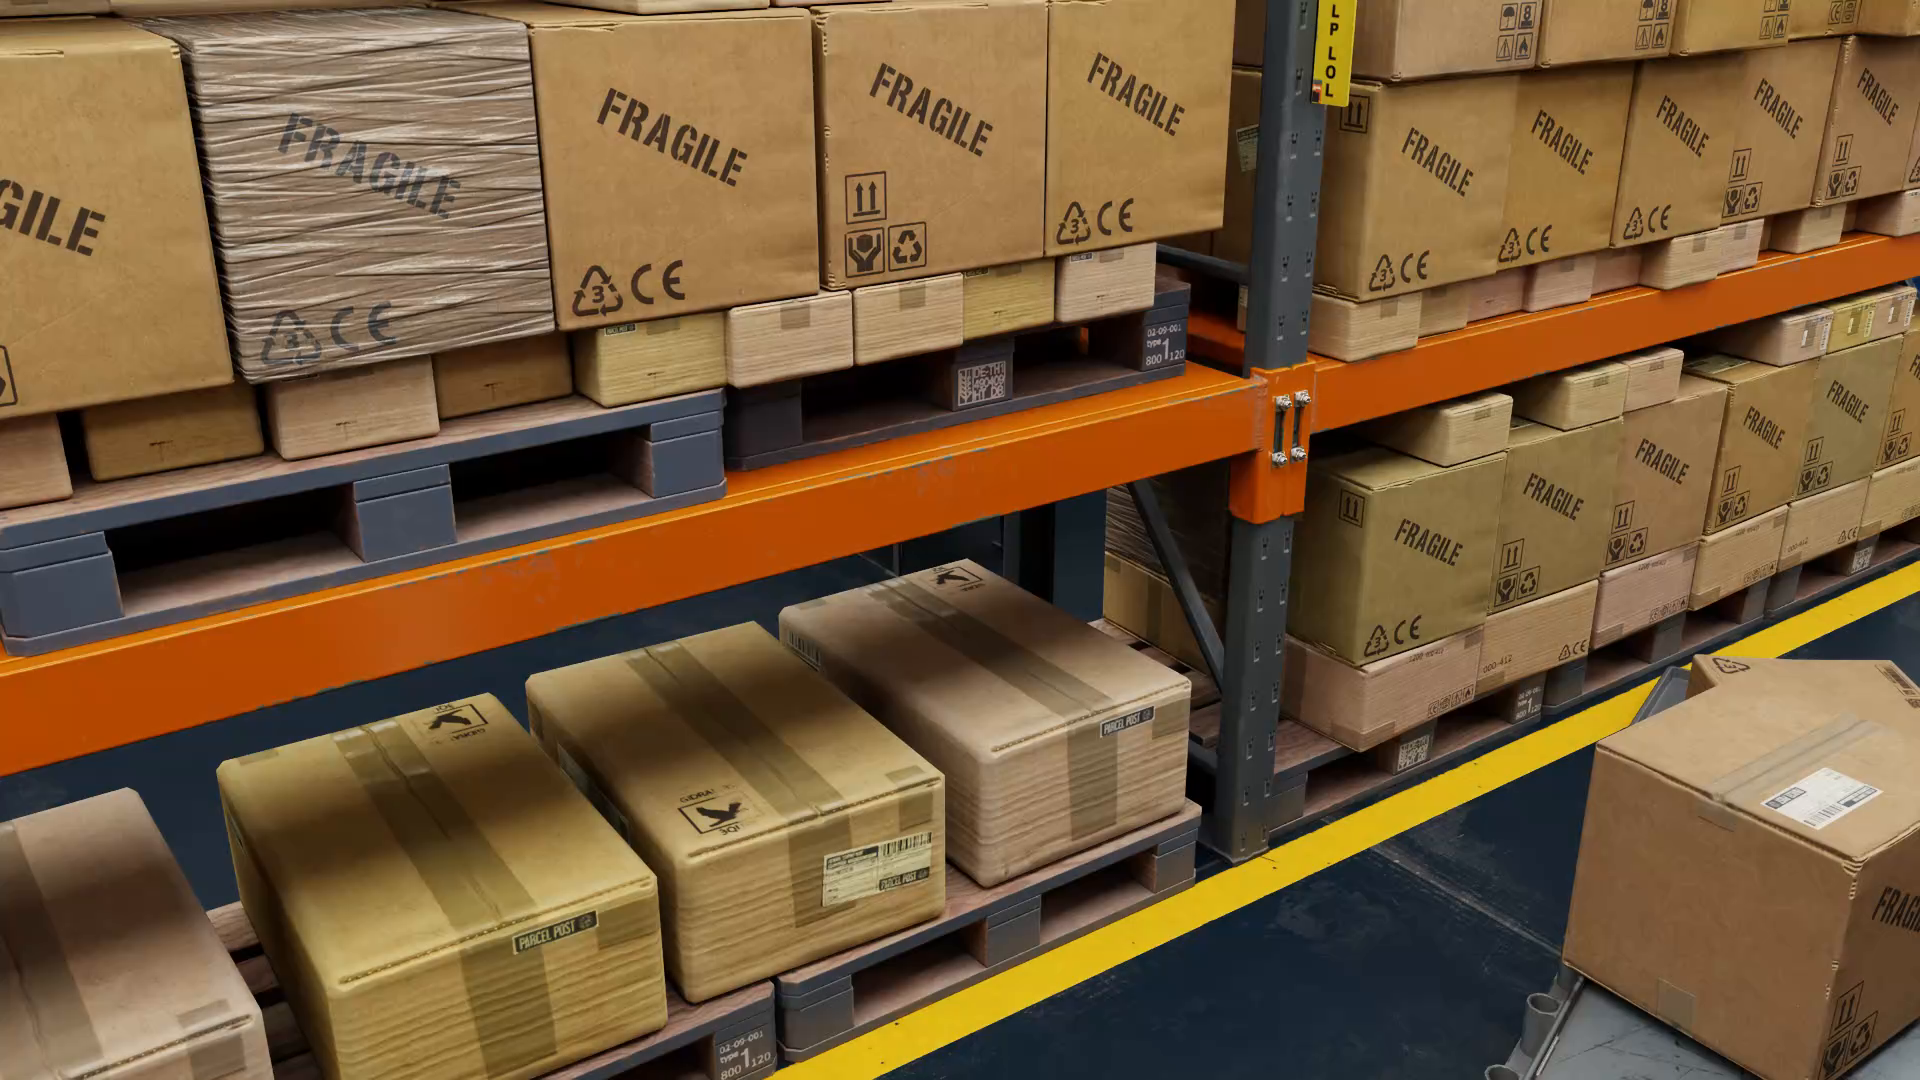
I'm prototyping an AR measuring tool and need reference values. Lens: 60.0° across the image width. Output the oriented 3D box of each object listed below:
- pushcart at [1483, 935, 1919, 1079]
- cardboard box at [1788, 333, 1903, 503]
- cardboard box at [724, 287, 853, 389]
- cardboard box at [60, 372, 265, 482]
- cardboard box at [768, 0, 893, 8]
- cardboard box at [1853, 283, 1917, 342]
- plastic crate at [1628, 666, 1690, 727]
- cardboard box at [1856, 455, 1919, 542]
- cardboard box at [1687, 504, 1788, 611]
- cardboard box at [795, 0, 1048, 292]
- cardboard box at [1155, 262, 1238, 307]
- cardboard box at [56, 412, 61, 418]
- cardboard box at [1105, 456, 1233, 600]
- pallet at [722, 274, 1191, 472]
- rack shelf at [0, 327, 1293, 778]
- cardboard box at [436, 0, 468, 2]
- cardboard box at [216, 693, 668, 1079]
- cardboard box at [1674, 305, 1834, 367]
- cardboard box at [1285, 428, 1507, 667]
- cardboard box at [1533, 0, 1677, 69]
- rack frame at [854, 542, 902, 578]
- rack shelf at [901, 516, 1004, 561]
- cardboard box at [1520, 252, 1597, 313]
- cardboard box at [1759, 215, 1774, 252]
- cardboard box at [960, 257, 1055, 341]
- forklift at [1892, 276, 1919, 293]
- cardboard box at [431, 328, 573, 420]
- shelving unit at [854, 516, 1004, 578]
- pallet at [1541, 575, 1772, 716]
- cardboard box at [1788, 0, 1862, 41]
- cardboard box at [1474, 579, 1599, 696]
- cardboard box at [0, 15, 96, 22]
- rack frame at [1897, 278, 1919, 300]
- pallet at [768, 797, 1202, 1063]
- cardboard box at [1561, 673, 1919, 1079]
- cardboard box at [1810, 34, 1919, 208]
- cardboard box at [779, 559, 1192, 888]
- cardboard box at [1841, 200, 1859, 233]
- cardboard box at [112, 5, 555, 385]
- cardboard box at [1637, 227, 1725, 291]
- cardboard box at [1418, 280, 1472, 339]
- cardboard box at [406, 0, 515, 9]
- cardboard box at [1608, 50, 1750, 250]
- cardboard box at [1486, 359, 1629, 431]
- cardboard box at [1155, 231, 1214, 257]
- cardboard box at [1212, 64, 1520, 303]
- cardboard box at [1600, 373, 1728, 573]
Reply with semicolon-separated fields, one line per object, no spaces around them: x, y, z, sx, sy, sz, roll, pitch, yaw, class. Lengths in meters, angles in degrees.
1.837;1.180;2.930;1.648;0.377;0.936;14;26;32;pushcart
2.792;-0.479;5.681;0.500;0.500;0.500;-14;26;-31;cardboard box
-0.409;-0.422;3.180;0.250;0.149;0.380;-15;26;-32;cardboard box
-1.319;-0.238;2.718;0.250;0.149;0.380;-14;26;-31;cardboard box
-0.330;-1.073;3.060;0.250;0.149;0.380;-16;27;-34;cardboard box
2.955;-0.795;5.597;0.250;0.149;0.380;-14;26;-31;cardboard box
2.218;0.550;4.910;0.402;0.080;0.583;14;26;32;plastic crate
3.194;-0.236;6.083;0.500;0.250;0.500;-15;26;-33;cardboard box
2.366;-0.016;5.533;0.500;0.250;0.500;-16;27;-35;cardboard box
-0.178;-0.816;3.291;0.500;0.500;0.500;-15;26;-33;cardboard box
0.548;-0.758;4.586;0.250;0.149;0.380;-15;26;-33;cardboard box
-1.598;-0.347;2.992;0.250;0.149;0.380;-15;26;-32;cardboard box
0.789;-0.188;4.952;0.500;0.500;0.500;-15;26;-34;cardboard box
-0.240;-0.502;3.866;1.213;0.211;1.003;-15;26;-33;pallet
-1.158;0.054;3.184;4.000;0.370;1.077;-15;26;-33;rack shelf
-0.945;-1.132;3.209;0.250;0.149;0.380;-13;25;-30;cardboard box
-1.104;0.734;3.488;0.625;0.372;0.950;-14;26;-31;cardboard box
2.534;-0.685;5.322;0.250;0.149;0.380;-14;26;-31;cardboard box
1.102;-0.026;4.545;0.500;0.500;0.500;-14;25;-30;cardboard box
1.376;-1.496;4.213;0.500;0.500;0.700;-15;26;-33;cardboard box
-0.332;-0.887;5.785;0.015;2.100;0.400;-15;26;-33;rack frame
-0.134;-0.277;6.182;0.480;0.518;0.431;-15;26;-33;rack shelf
1.502;-0.748;4.562;0.250;0.149;0.380;-14;26;-31;cardboard box
2.281;-0.992;5.173;0.250;0.149;0.380;-15;26;-33;cardboard box
-0.016;-0.545;3.487;0.250;0.149;0.380;-16;27;-34;cardboard box
3.330;-2.087;7.671;3.031;2.935;1.130;12;25;27;forklift
-0.902;-0.354;3.009;0.250;0.149;0.380;-16;27;-35;cardboard box
-0.134;-0.939;5.917;0.503;2.100;0.431;-15;26;-33;shelving unit
1.981;0.161;5.709;1.213;0.211;1.003;-15;26;-33;pallet
2.170;-1.737;4.816;0.500;0.500;0.700;-15;26;-33;cardboard box
1.528;0.204;4.982;0.500;0.250;0.500;-13;25;-30;cardboard box
-1.753;-0.634;2.834;0.500;0.500;0.500;-17;27;-36;cardboard box
3.712;-1.579;6.305;0.127;3.000;1.000;-15;26;-33;rack frame
-0.166;0.751;4.229;1.213;0.211;1.003;-15;26;-33;pallet
1.529;0.625;3.133;0.500;0.500;0.500;-15;26;-33;cardboard box
2.615;-1.349;5.193;0.500;0.500;0.500;-15;26;-33;cardboard box
0.041;0.427;4.259;0.625;0.372;0.950;-15;26;-32;cardboard box
2.691;-1.102;5.449;0.250;0.149;0.380;-15;26;-32;cardboard box
-1.025;-0.592;2.731;0.500;0.500;0.500;-16;27;-35;cardboard box
1.952;-0.842;4.798;0.250;0.149;0.380;-15;26;-33;cardboard box
1.083;-0.638;4.287;0.250;0.149;0.380;-14;26;-31;cardboard box
-0.899;-0.866;3.416;0.500;0.500;0.500;-15;26;-33;cardboard box
1.794;-1.129;4.643;0.500;0.500;0.500;-15;26;-33;cardboard box
1.654;-0.448;4.727;0.250;0.149;0.380;-14;26;-31;cardboard box
0.681;-1.069;4.491;0.500;0.500;0.500;-16;27;-34;cardboard box
0.985;-0.909;4.091;0.500;0.500;0.500;-15;26;-33;cardboard box
1.951;-0.257;5.124;0.500;0.500;0.500;-13;25;-30;cardboard box
